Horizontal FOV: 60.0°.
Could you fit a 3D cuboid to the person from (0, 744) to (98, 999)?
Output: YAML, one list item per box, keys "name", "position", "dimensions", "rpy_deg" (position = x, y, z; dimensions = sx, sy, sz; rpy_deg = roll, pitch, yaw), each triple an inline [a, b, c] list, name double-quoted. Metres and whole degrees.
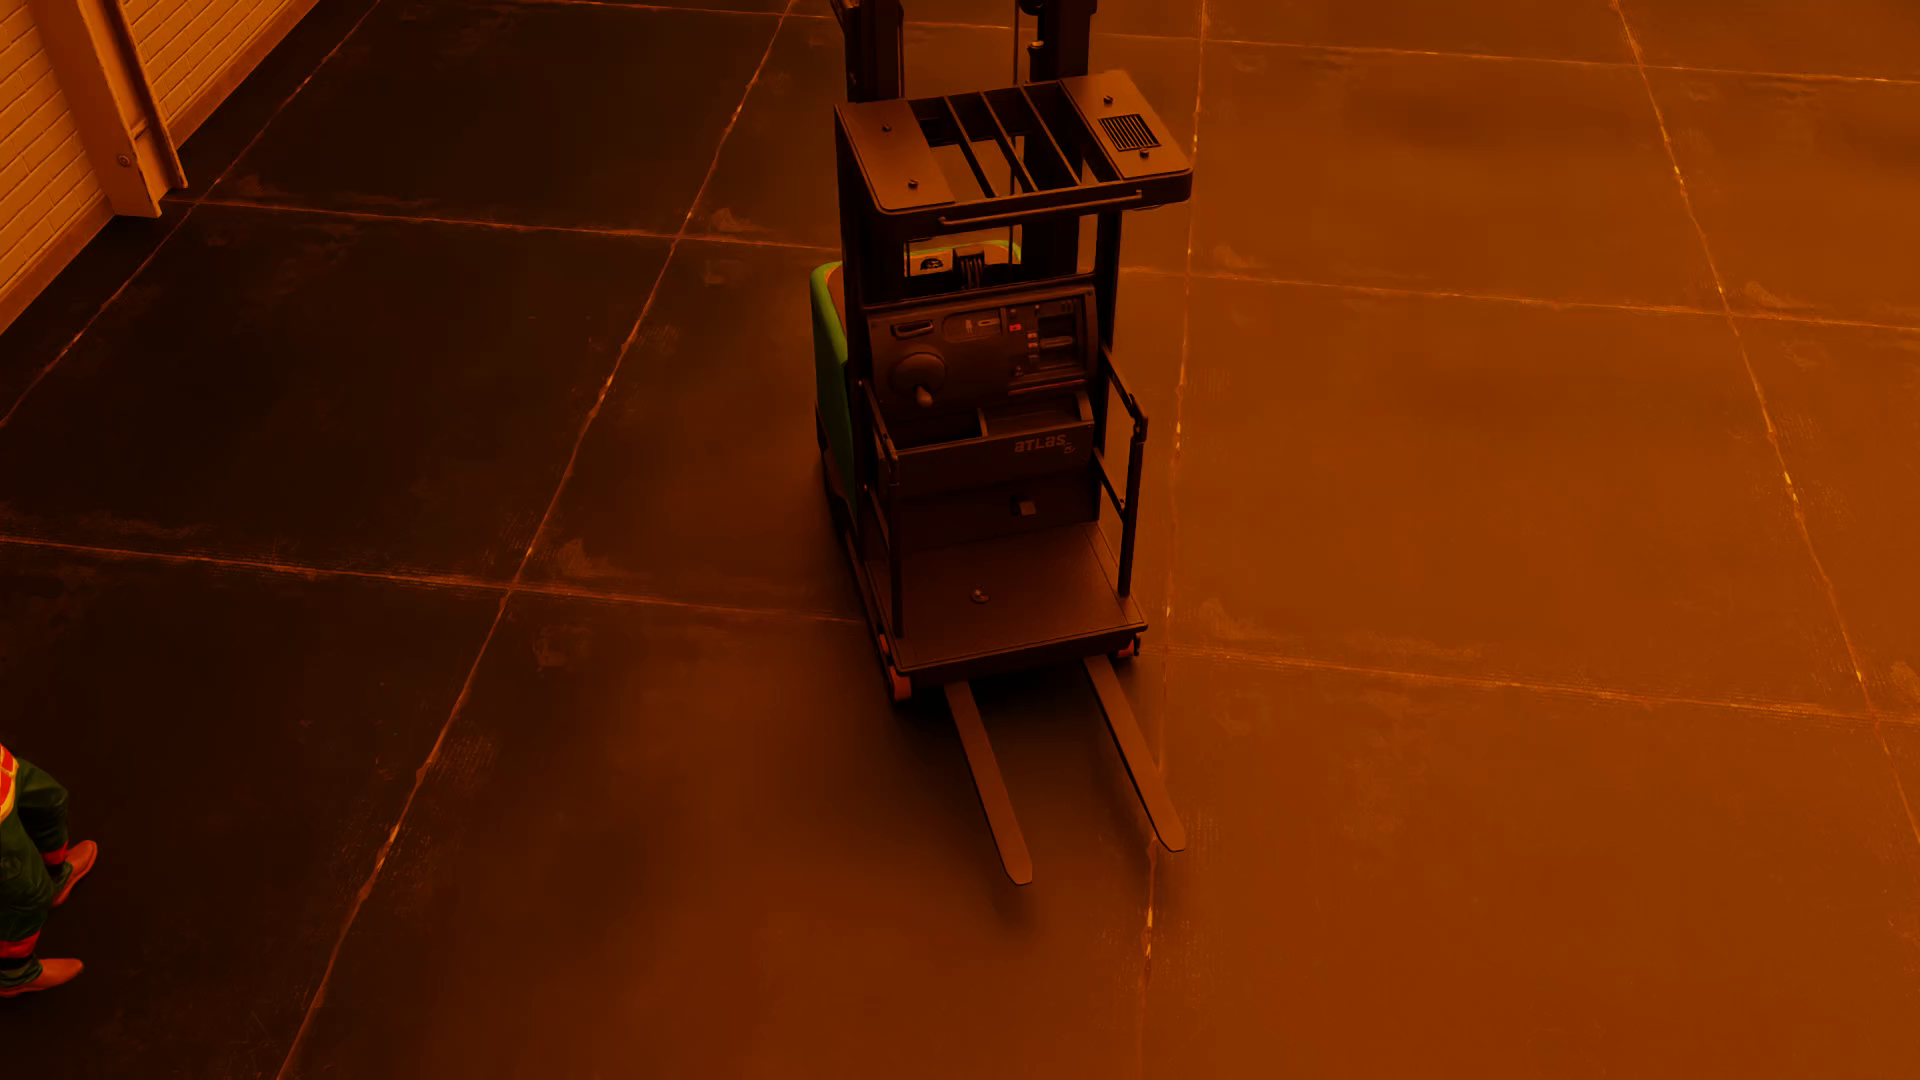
- name: "person"
  position: [-3.354, 0.882, 5.667]
  dimensions: [0.460, 1.748, 0.885]
  rpy_deg: [-13, 44, -14]

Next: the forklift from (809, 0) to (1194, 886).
- name: "forklift"
  position: [0.153, -0.681, 6.465]
  dimensions: [1.130, 2.935, 3.031]
  rpy_deg: [-10, 44, -11]
